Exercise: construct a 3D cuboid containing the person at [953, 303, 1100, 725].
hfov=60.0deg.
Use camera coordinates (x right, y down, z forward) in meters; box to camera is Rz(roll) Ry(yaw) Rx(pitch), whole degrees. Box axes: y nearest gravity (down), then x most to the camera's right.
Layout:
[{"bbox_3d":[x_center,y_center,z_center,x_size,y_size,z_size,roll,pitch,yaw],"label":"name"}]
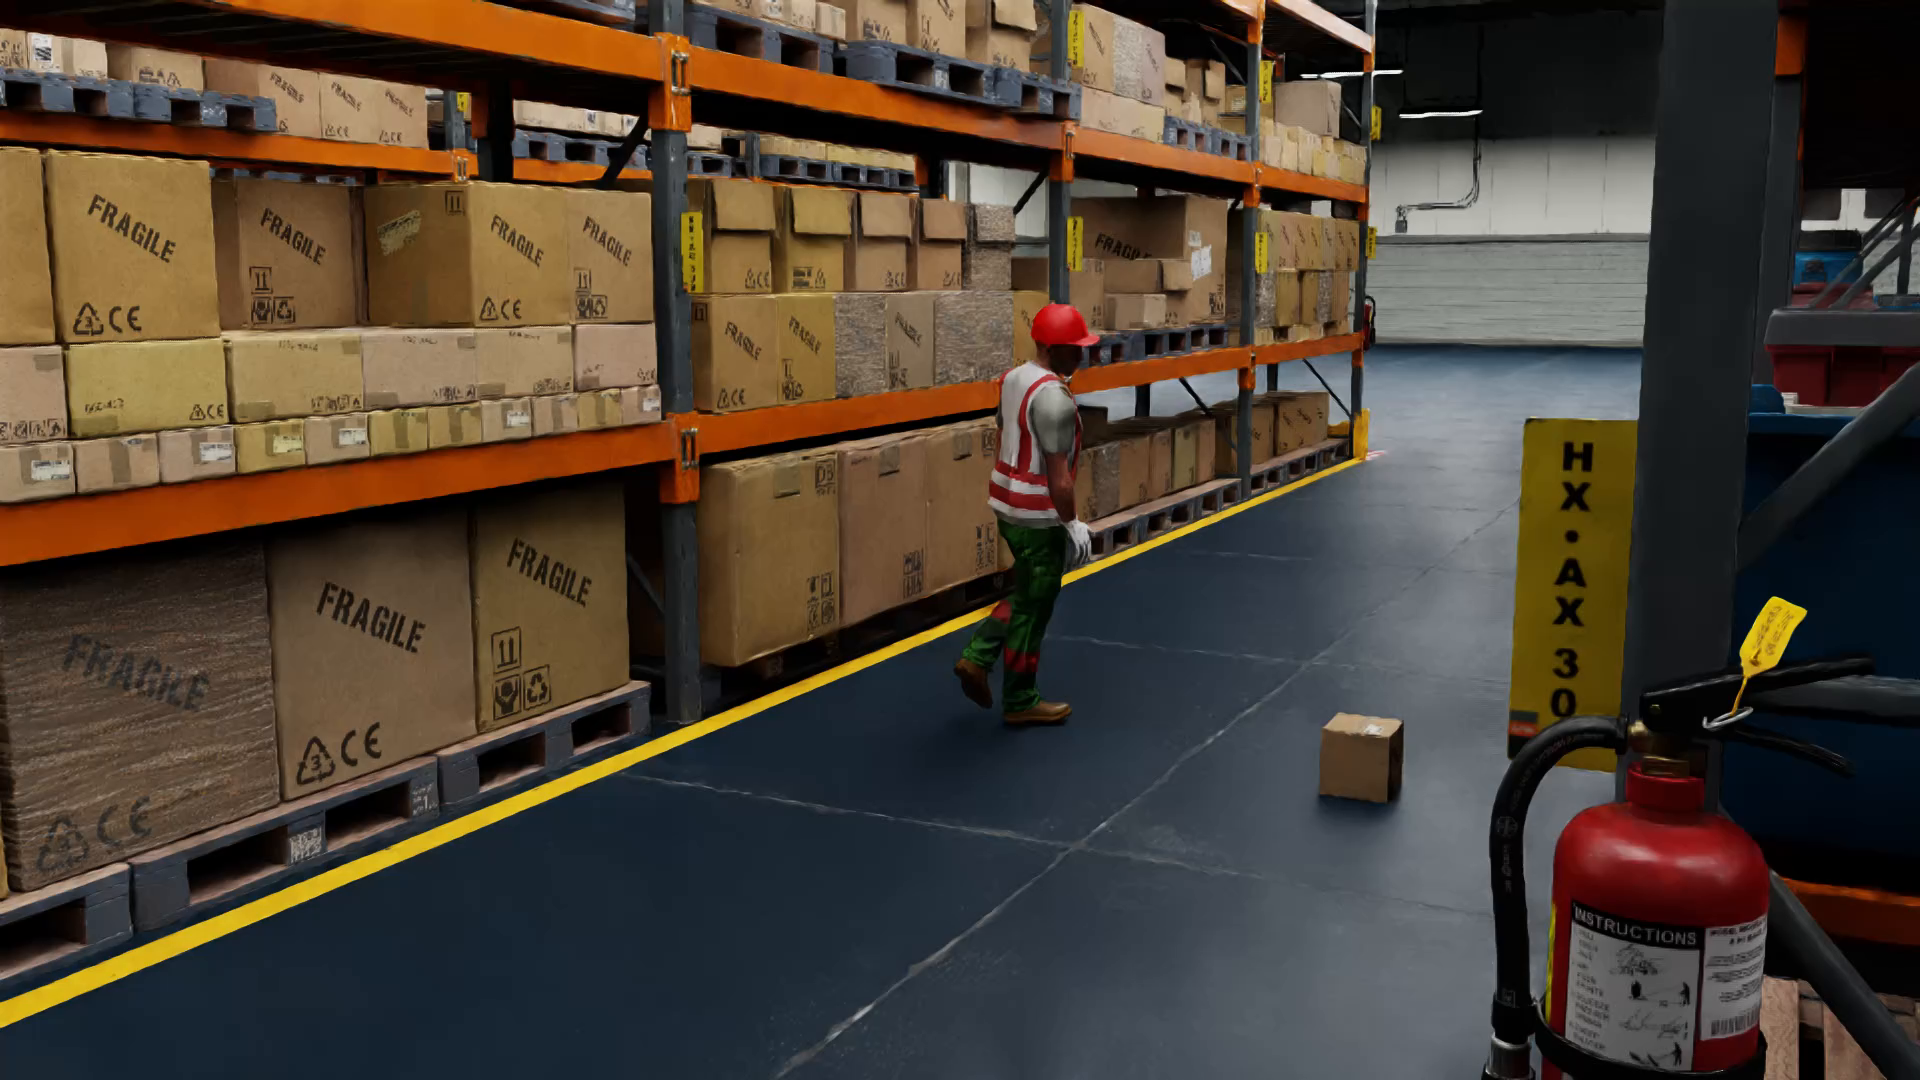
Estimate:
[{"bbox_3d":[0.270,-0.083,6.830,0.497,1.765,0.613,-3,10,-21],"label":"person"}]
